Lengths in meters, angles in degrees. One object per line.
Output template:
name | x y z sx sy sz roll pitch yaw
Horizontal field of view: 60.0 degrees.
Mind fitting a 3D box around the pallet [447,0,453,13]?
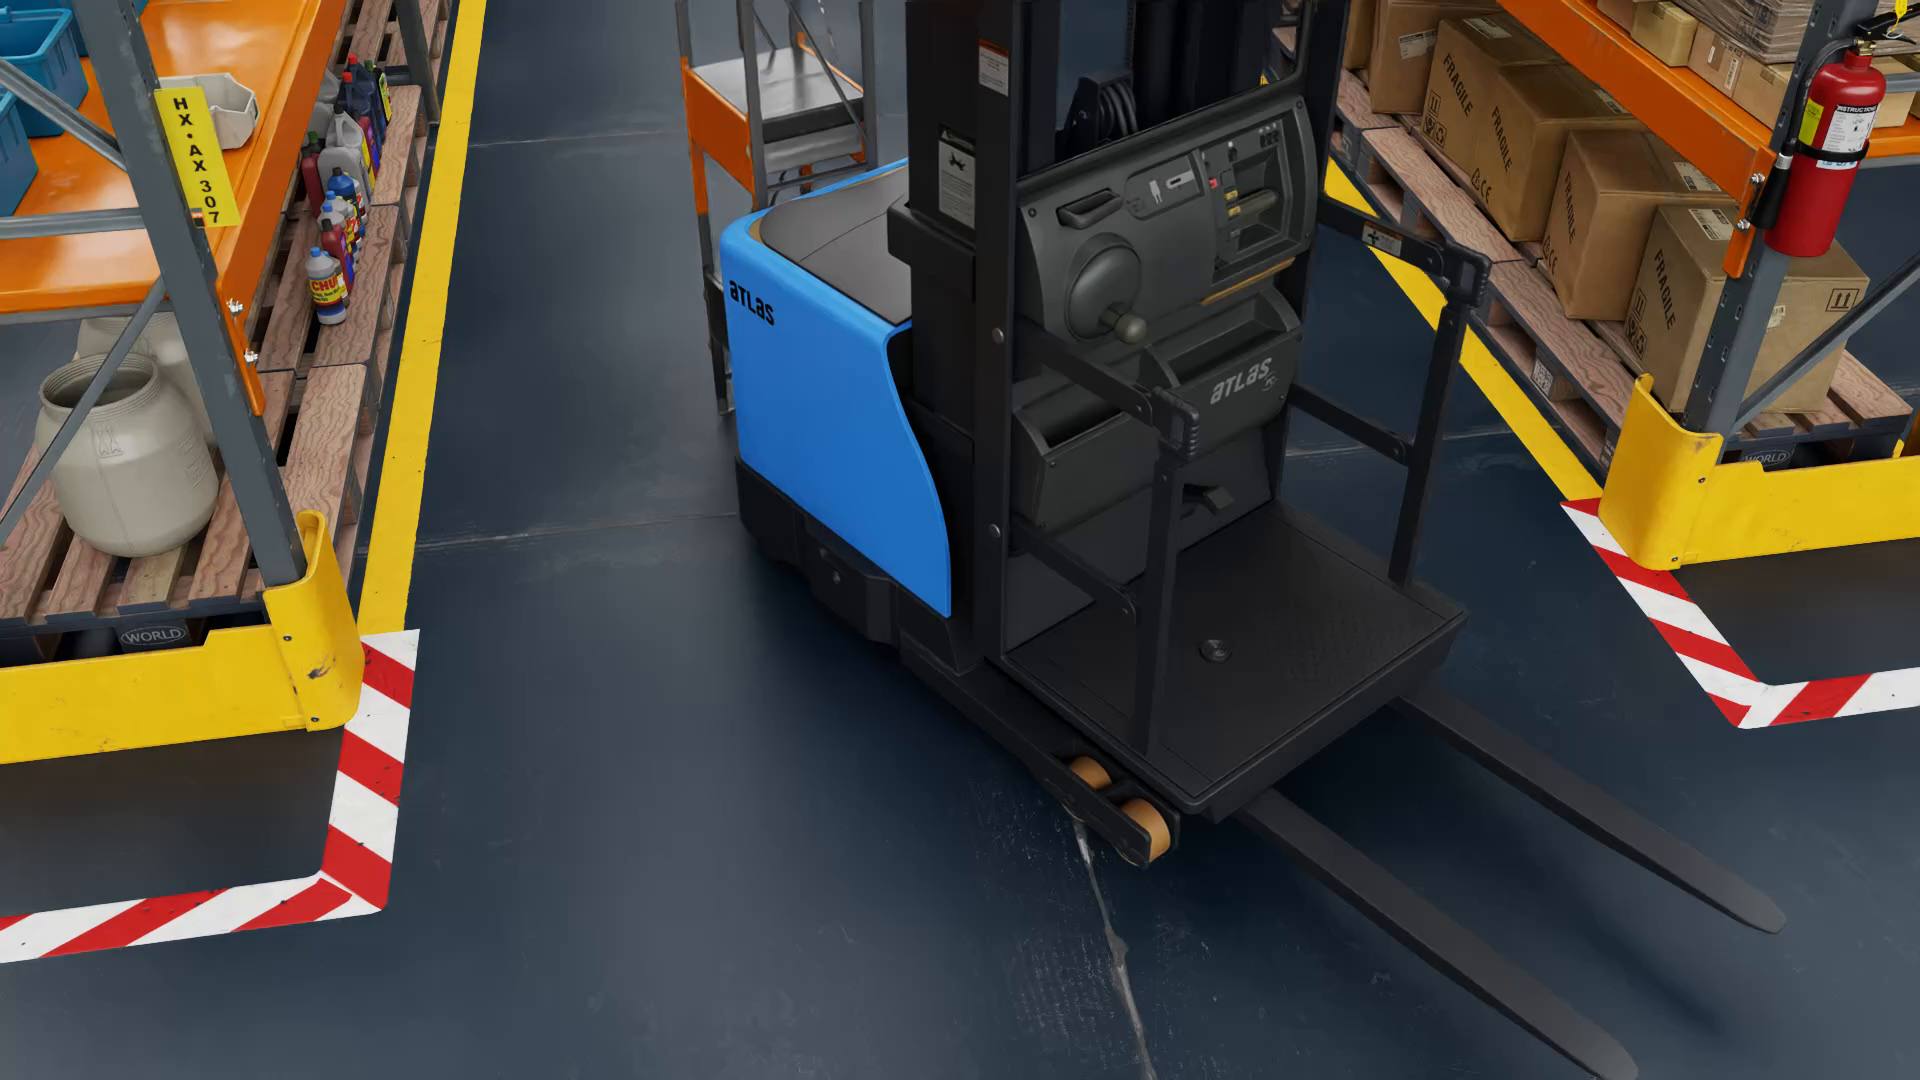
pallet | -3.312 -3.196 9.192 1.003 0.211 1.213 -6 38 -8

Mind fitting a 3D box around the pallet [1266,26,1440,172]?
pallet | 2.110 -2.118 7.804 1.003 0.211 1.213 -6 38 -8

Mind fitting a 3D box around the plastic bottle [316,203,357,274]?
plastic bottle | -2.289 -1.104 6.092 0.097 0.271 0.097 0 38 0

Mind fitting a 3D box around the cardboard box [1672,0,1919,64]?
cardboard box | 2.589 -1.697 4.666 0.875 0.500 0.500 -6 38 -8

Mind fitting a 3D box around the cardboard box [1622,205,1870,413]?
cardboard box | 2.566 -0.763 5.482 0.500 0.500 0.500 0 38 1

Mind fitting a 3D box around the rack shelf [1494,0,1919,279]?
rack shelf | 2.308 -2.129 6.132 1.077 0.370 4.000 -6 38 -8

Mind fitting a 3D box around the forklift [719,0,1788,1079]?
forklift | 0.646 -0.692 3.751 1.130 2.935 3.031 -28 46 -31

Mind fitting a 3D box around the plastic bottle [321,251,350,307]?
plastic bottle | -2.247 -0.932 5.927 0.097 0.201 0.097 0 38 0

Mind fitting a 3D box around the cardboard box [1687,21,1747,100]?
cardboard box | 2.362 -1.407 4.821 0.380 0.149 0.250 -6 38 -8

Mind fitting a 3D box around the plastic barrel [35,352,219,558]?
plastic barrel | -2.408 -0.245 4.806 0.421 0.512 0.421 0 38 0

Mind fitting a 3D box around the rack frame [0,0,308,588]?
rack frame | -2.217 -0.673 3.671 1.000 3.000 0.127 -6 38 -8

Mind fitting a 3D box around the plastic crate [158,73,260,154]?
plastic crate | -2.057 -1.144 4.492 0.298 0.136 0.250 -6 38 -8

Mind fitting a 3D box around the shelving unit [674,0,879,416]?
shelving unit | -0.546 -1.197 5.080 0.431 2.100 0.503 -20 42 -24

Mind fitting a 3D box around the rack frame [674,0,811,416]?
rack frame | -0.669 -1.326 5.246 0.400 2.100 0.015 -20 42 -24

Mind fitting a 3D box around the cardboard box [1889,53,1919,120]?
cardboard box | 2.844 -1.304 4.688 0.380 0.149 0.250 -6 38 -8

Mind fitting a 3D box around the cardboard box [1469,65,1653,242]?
cardboard box | 2.336 -1.500 6.432 0.500 0.500 0.500 -3 38 -4

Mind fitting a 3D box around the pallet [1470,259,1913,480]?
pallet | 2.538 -0.644 5.907 1.003 0.211 1.213 -6 38 -8

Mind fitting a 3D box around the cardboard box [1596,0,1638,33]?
cardboard box | 2.239 -1.705 5.205 0.380 0.149 0.250 -6 38 -8

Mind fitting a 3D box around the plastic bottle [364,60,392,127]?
plastic bottle | -2.510 -1.934 7.151 0.061 0.283 0.133 -4 38 -6

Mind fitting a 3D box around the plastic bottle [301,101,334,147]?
plastic bottle | -2.630 -1.682 6.831 0.152 0.276 0.135 -6 38 -8

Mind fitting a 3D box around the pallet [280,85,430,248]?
pallet | -2.842 -1.577 7.108 1.003 0.211 1.213 -6 38 -8

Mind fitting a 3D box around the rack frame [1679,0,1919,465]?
rack frame | 2.659 -1.205 4.356 1.000 3.000 0.127 -6 38 -8

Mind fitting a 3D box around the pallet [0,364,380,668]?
pallet | -2.414 -0.103 5.211 1.003 0.211 1.213 -6 38 -8

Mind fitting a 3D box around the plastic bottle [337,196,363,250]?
plastic bottle | -2.323 -1.197 6.268 0.097 0.201 0.097 0 38 0

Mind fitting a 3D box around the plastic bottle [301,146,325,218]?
plastic bottle | -2.512 -1.410 6.476 0.061 0.283 0.133 -6 38 -8

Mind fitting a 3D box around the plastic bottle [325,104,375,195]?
plastic bottle | -2.432 -1.547 6.597 0.144 0.351 0.185 -6 38 -8

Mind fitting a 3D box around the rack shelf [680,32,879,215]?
rack shelf | -0.546 -1.187 5.088 0.431 0.518 0.480 -20 42 -24

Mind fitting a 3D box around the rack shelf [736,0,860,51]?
rack shelf | -0.546 -1.739 4.659 0.431 0.518 0.480 -20 42 -24

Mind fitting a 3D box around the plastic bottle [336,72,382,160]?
plastic bottle | -2.488 -1.742 6.848 0.144 0.351 0.185 -8 39 -10

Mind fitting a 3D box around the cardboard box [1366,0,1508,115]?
cardboard box | 2.096 -2.209 7.344 0.500 0.500 0.500 5 38 7

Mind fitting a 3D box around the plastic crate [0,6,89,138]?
plastic crate | -2.708 -1.277 4.570 0.499 0.251 0.408 -6 38 -8

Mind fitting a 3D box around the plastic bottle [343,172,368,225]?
plastic bottle | -2.359 -1.321 6.428 0.097 0.201 0.097 0 38 0

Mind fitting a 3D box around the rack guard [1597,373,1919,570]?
rack guard | 2.646 -0.264 5.182 1.175 0.500 0.348 -6 38 -8
